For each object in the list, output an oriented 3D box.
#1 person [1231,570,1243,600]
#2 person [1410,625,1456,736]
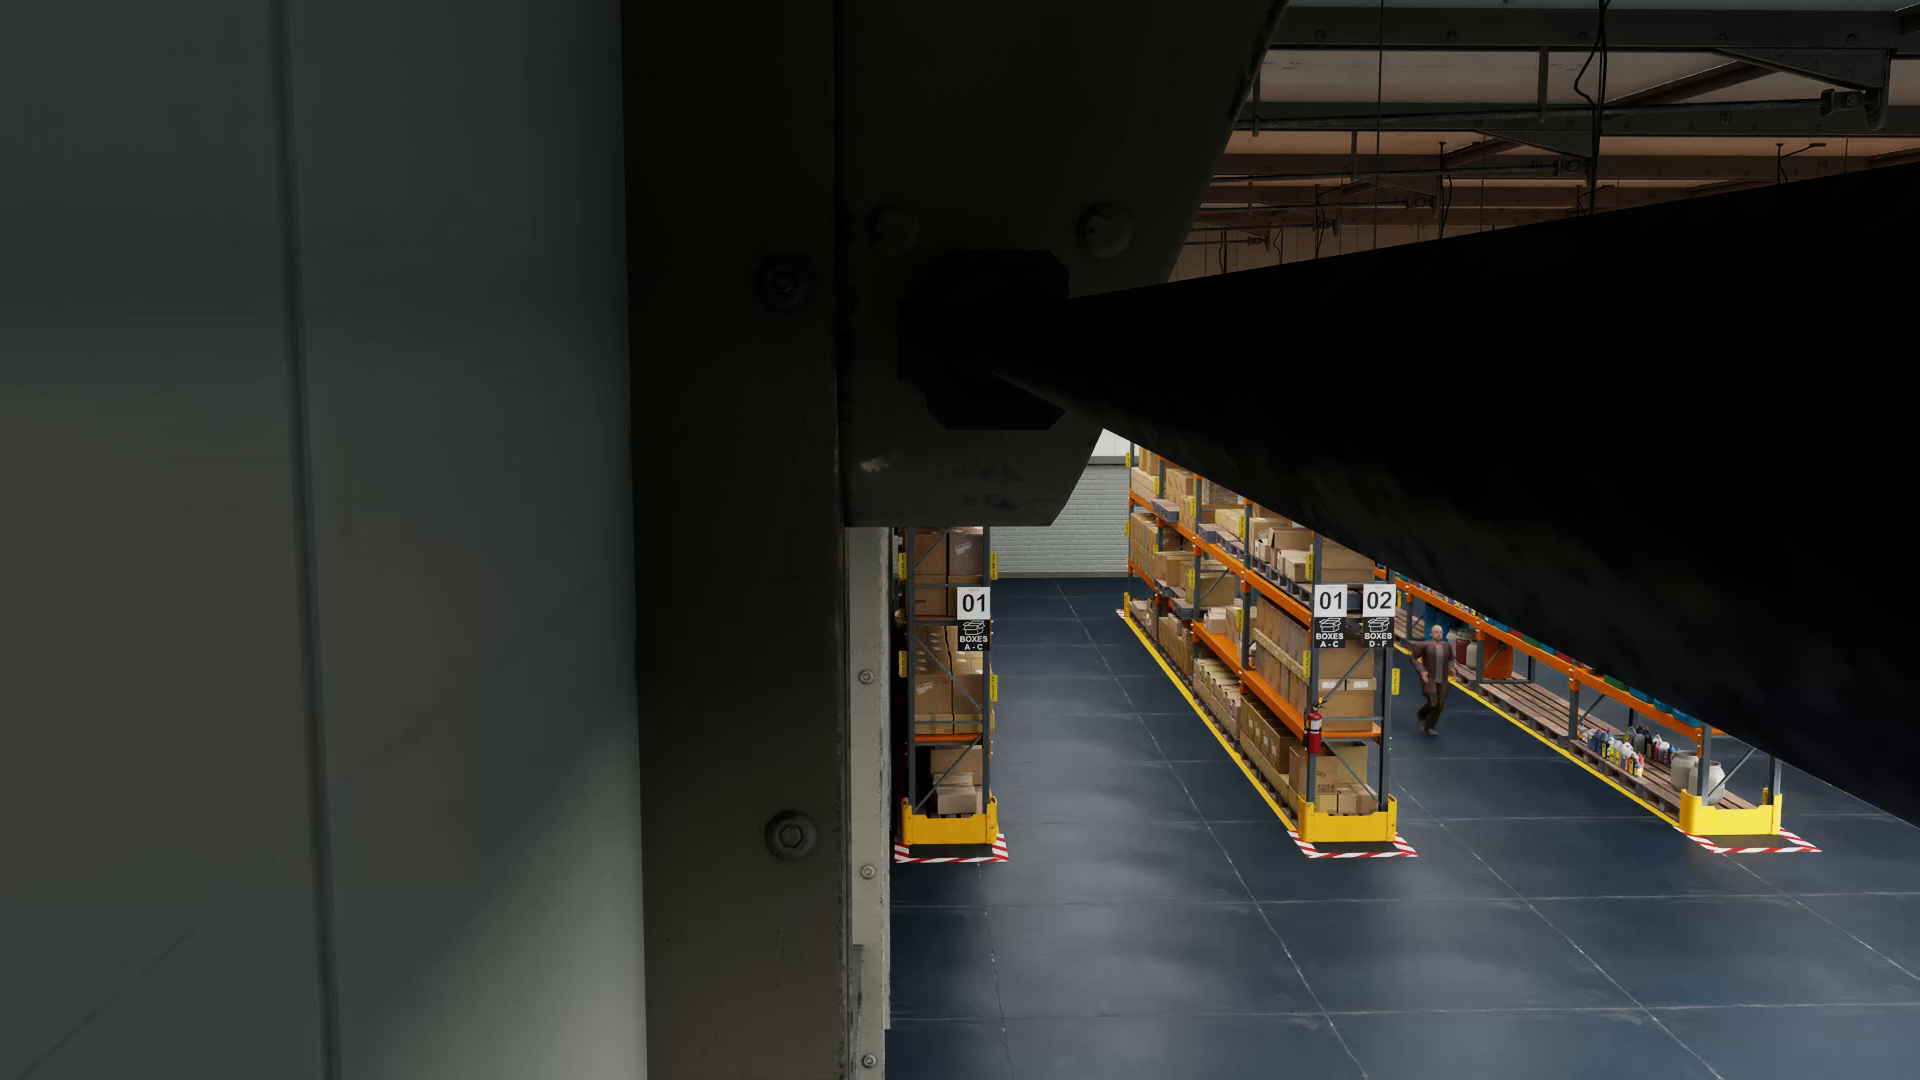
[{"bbox_3d":[5.999,0.906,35.596,0.679,1.702,0.917,-2,8,-13],"label":"person"},{"bbox_3d":[7.353,2.180,25.682,0.678,1.732,0.633,-2,8,-14],"label":"person"}]
